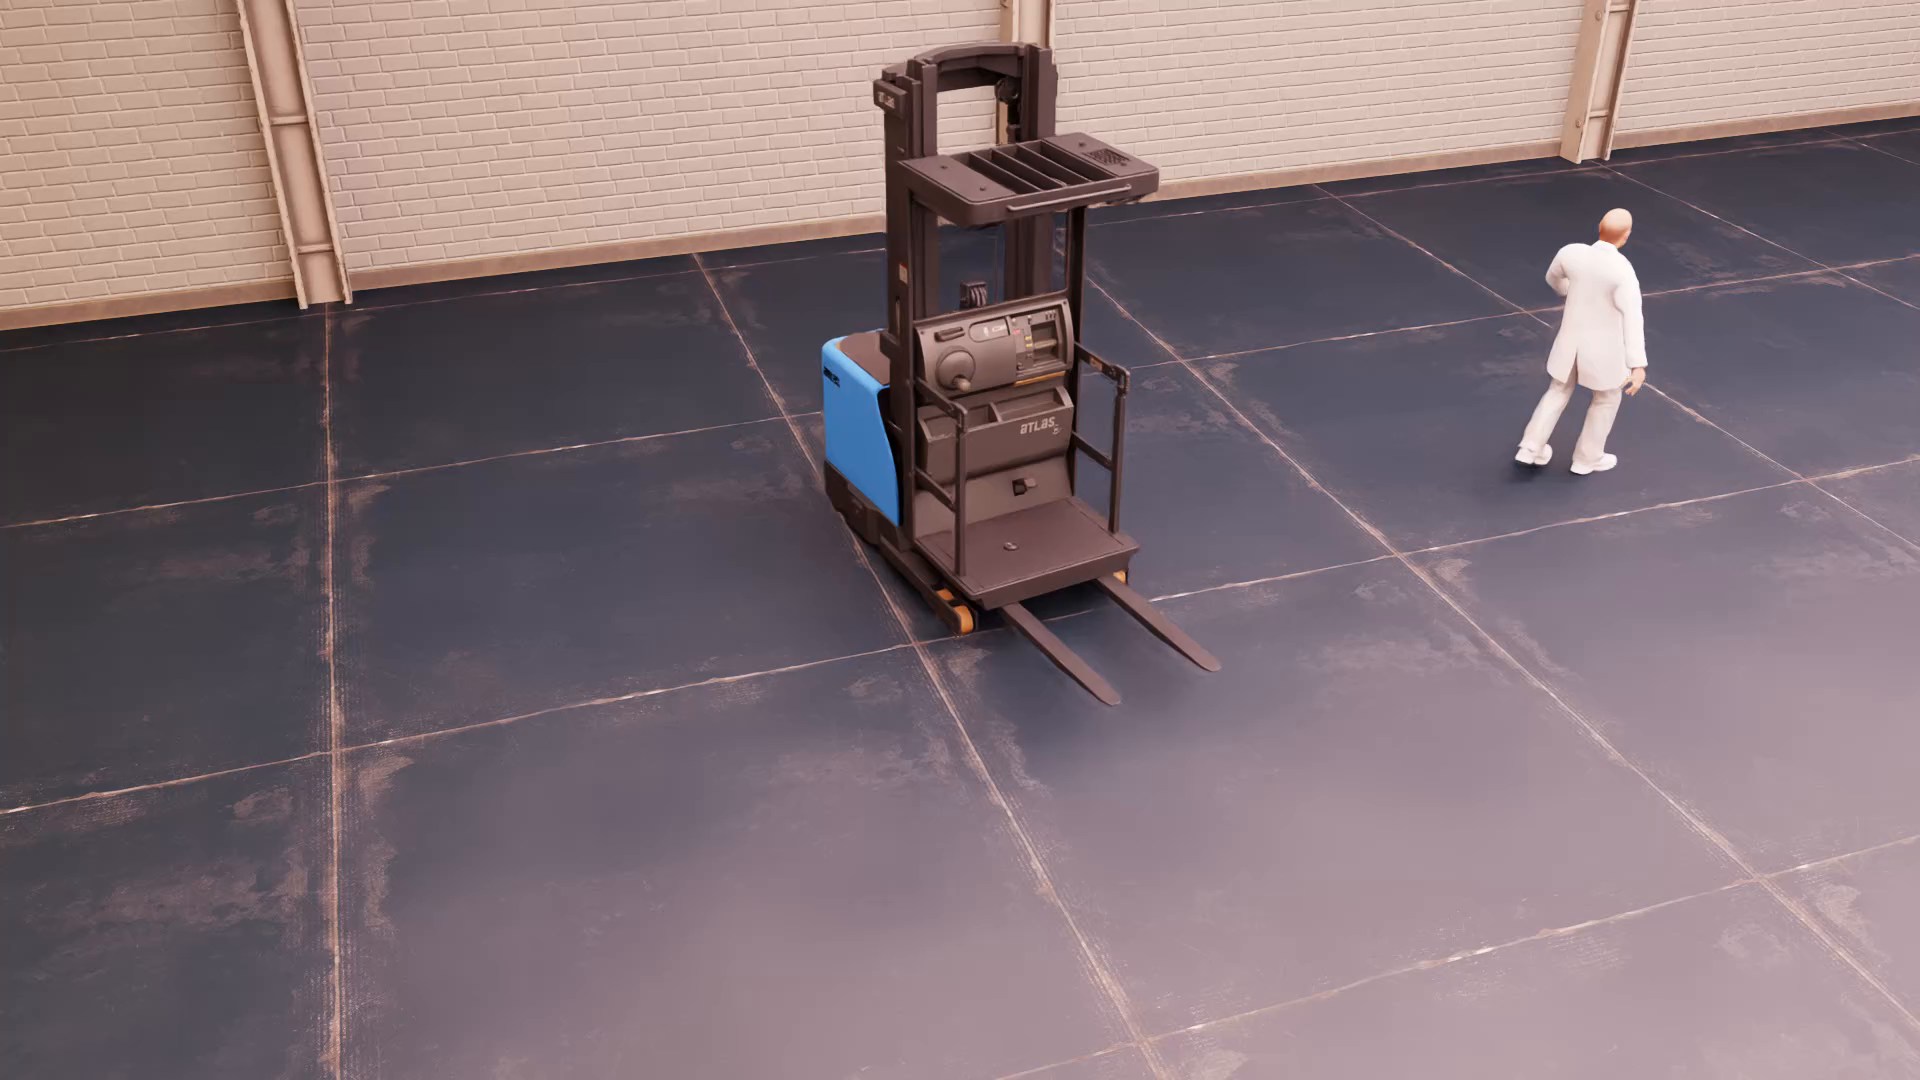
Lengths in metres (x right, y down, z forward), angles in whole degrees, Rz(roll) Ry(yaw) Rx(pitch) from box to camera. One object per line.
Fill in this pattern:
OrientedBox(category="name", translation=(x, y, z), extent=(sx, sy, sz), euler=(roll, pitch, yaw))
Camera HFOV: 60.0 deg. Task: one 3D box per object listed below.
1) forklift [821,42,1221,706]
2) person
OrientedBox(category="forklift", translation=(0.305, -1.005, 8.834), extent=(1.130, 2.935, 3.031), euler=(-15, 33, -25))
OrientedBox(category="person", translation=(3.944, -1.212, 10.380), extent=(0.782, 1.761, 0.948), euler=(-21, 36, -32))
